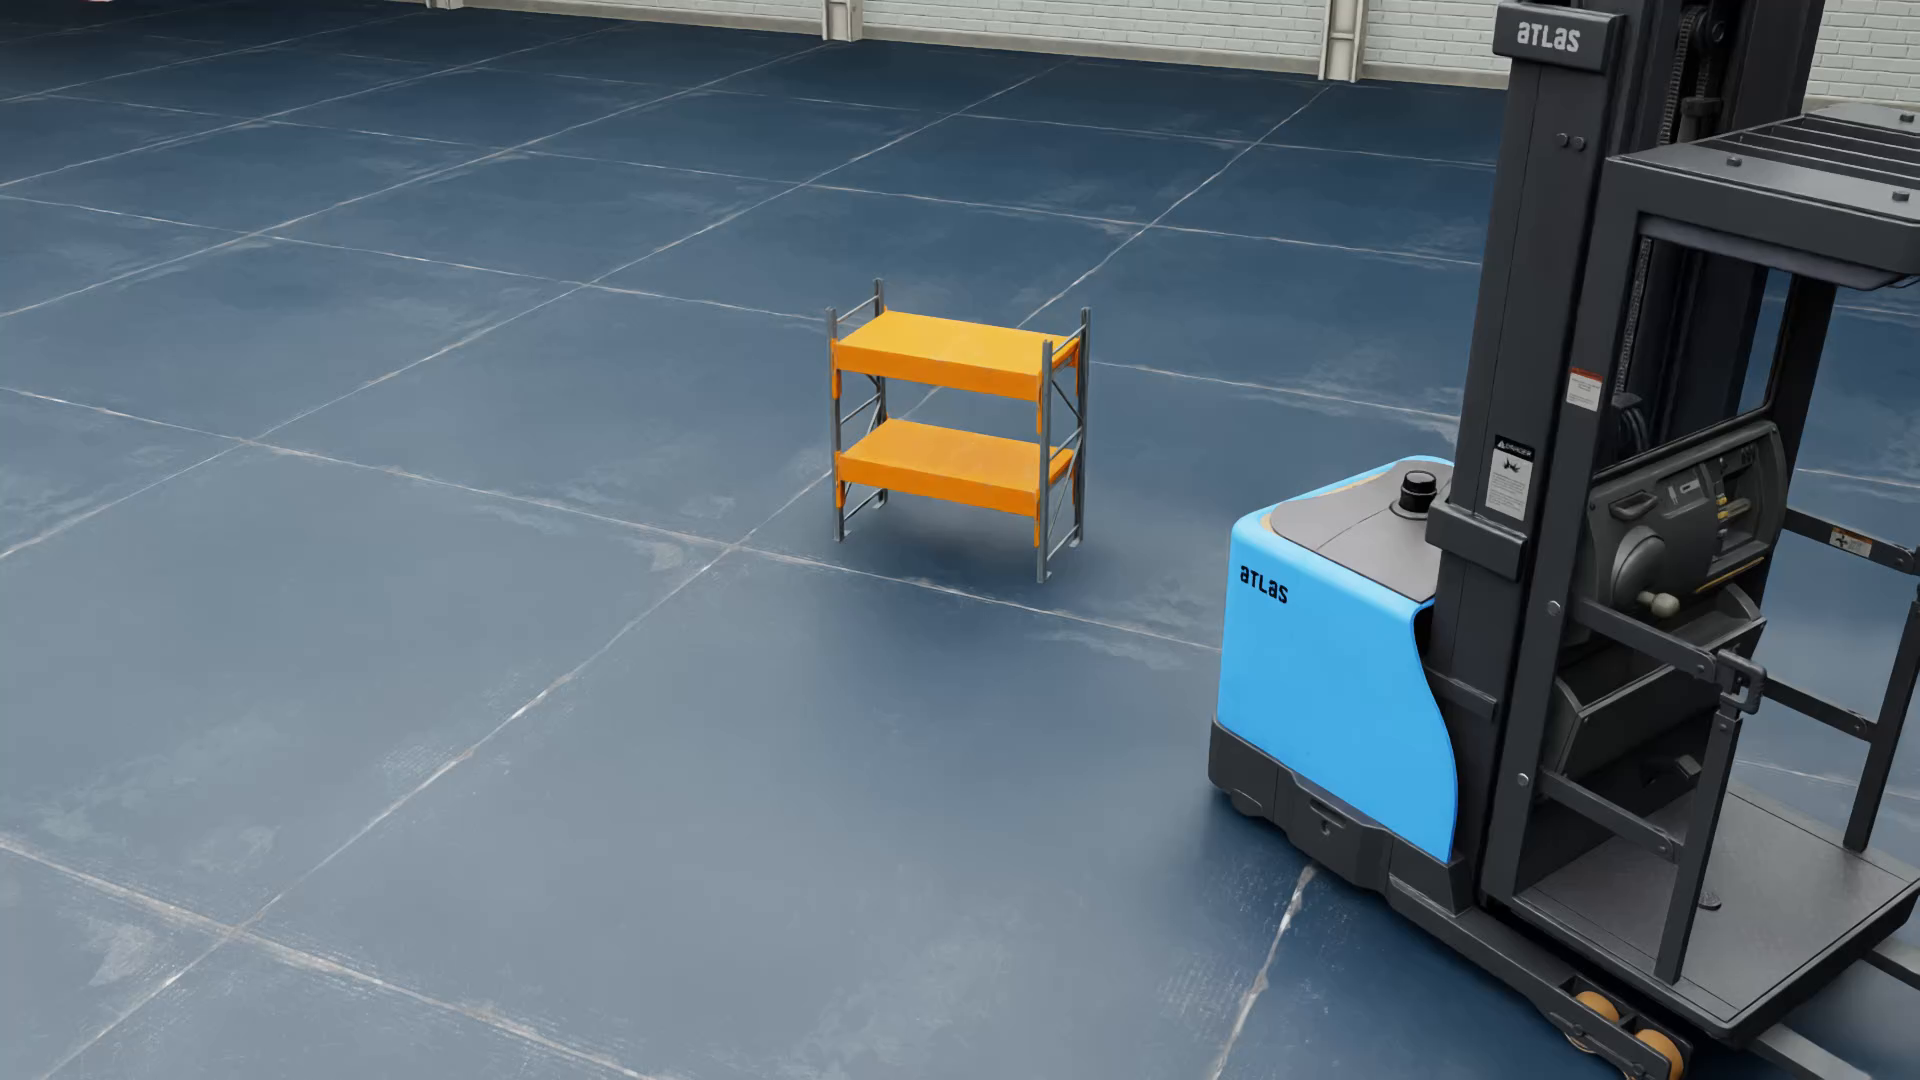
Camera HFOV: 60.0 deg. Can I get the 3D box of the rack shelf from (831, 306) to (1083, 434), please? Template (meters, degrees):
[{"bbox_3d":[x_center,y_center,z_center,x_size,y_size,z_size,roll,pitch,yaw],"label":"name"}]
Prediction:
[{"bbox_3d":[-0.006,-0.768,7.375,1.000,0.278,0.538,11,28,22],"label":"rack shelf"}]

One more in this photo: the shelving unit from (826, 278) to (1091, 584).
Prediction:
[{"bbox_3d":[-0.006,-0.506,7.504,1.048,1.125,0.538,11,28,22],"label":"shelving unit"}]

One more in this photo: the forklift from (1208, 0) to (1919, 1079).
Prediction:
[{"bbox_3d":[2.157,-0.025,4.483,1.130,2.935,3.031,-18,31,-32],"label":"forklift"}]

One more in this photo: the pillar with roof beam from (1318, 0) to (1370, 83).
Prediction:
[{"bbox_3d":[2.273,-7.232,12.252,0.400,9.000,9.100,11,28,22],"label":"pillar with roof beam"}]

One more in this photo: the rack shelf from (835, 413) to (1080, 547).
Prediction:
[{"bbox_3d":[-0.006,-0.287,7.612,1.000,0.278,0.538,11,28,22],"label":"rack shelf"}]

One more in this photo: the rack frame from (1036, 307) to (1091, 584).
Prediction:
[{"bbox_3d":[0.457,-0.413,7.315,0.032,1.125,0.500,11,28,22],"label":"rack frame"}]

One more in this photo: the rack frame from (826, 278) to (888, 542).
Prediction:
[{"bbox_3d":[-0.469,-0.599,7.693,0.032,1.125,0.500,11,28,22],"label":"rack frame"}]

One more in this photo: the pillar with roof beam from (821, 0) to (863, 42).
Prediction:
[{"bbox_3d":[-3.189,-8.329,14.480,0.400,9.000,9.100,11,28,22],"label":"pillar with roof beam"}]

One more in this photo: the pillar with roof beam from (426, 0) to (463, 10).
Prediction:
[{"bbox_3d":[-8.650,-9.426,16.708,0.400,9.000,9.100,11,28,22],"label":"pillar with roof beam"}]
